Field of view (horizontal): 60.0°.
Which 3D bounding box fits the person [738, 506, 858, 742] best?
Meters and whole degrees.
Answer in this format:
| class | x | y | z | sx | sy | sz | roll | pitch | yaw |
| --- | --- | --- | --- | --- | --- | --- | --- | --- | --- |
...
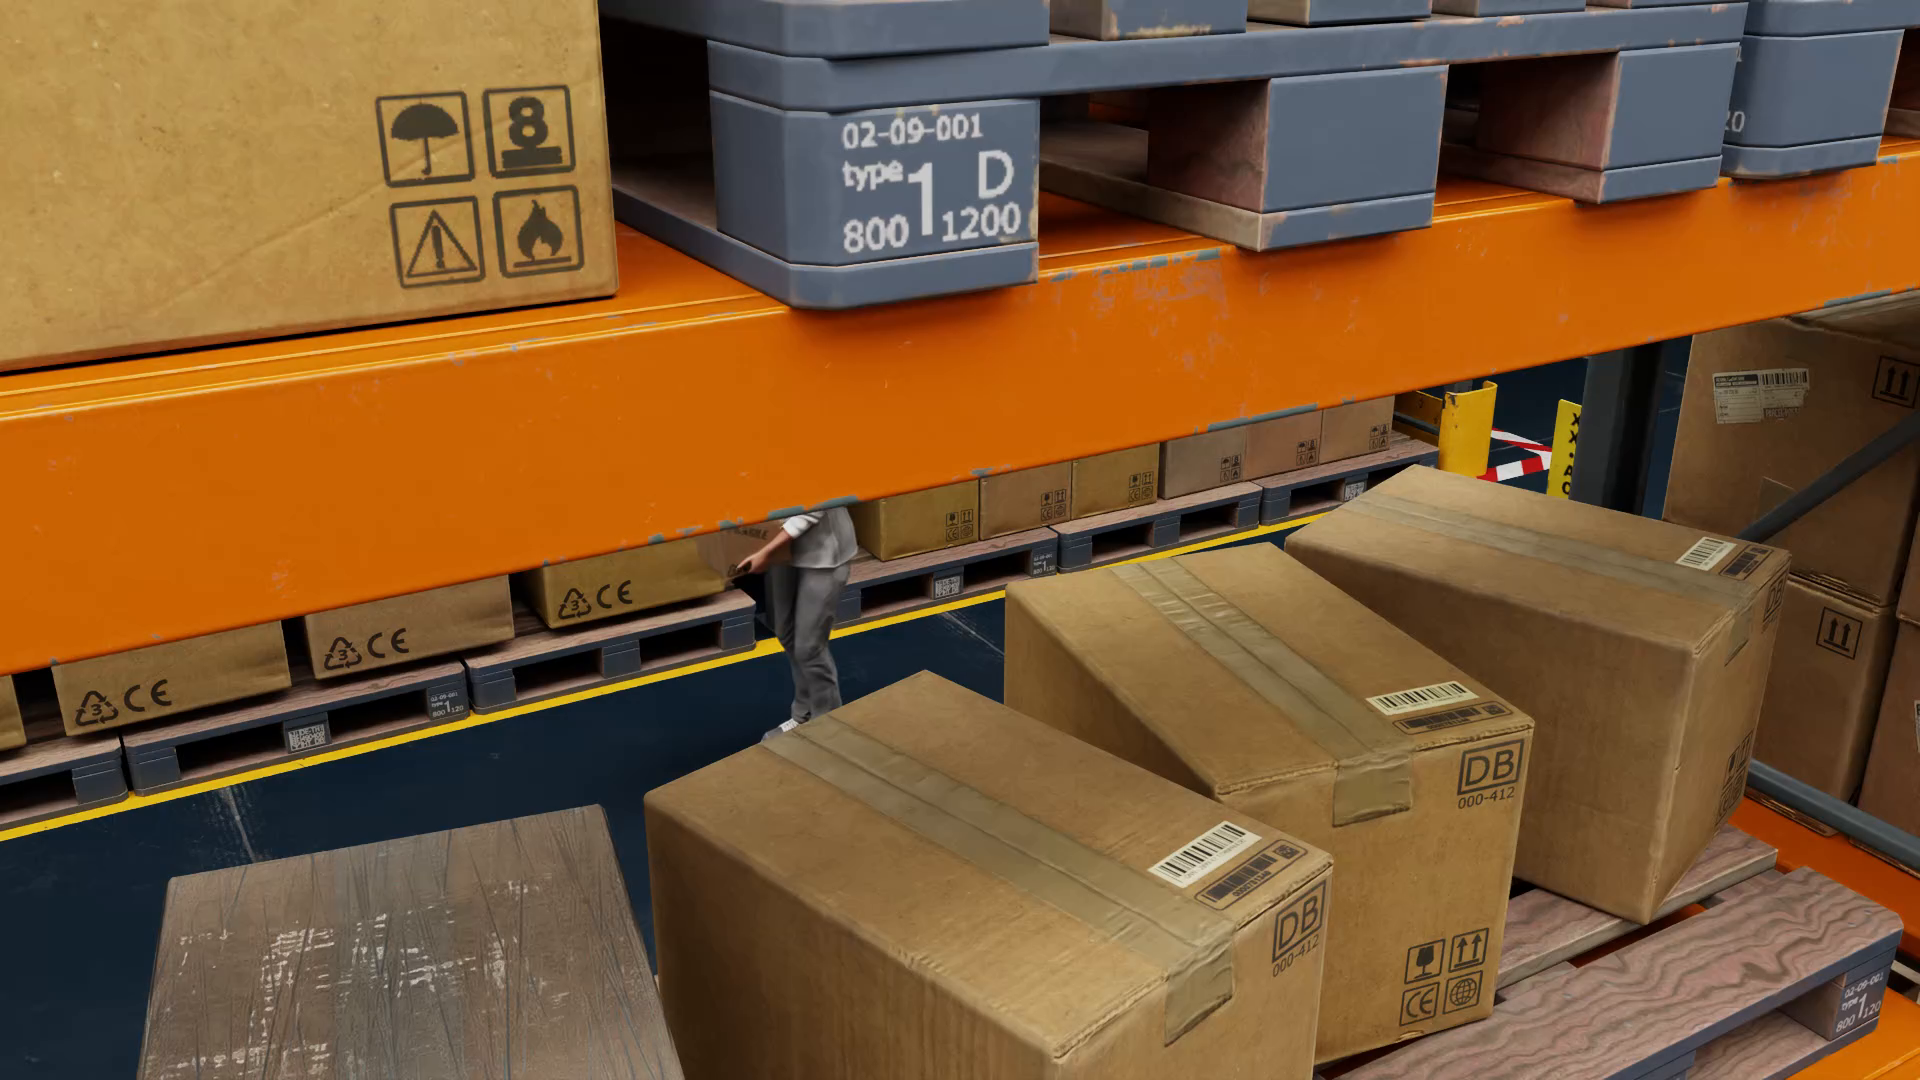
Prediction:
| class | x | y | z | sx | sy | sz | roll | pitch | yaw |
| --- | --- | --- | --- | --- | --- | --- | --- | --- | --- |
| person | -0.611 | 0.077 | 5.911 | 0.492 | 1.594 | 0.419 | -12 | 25 | -28 |
